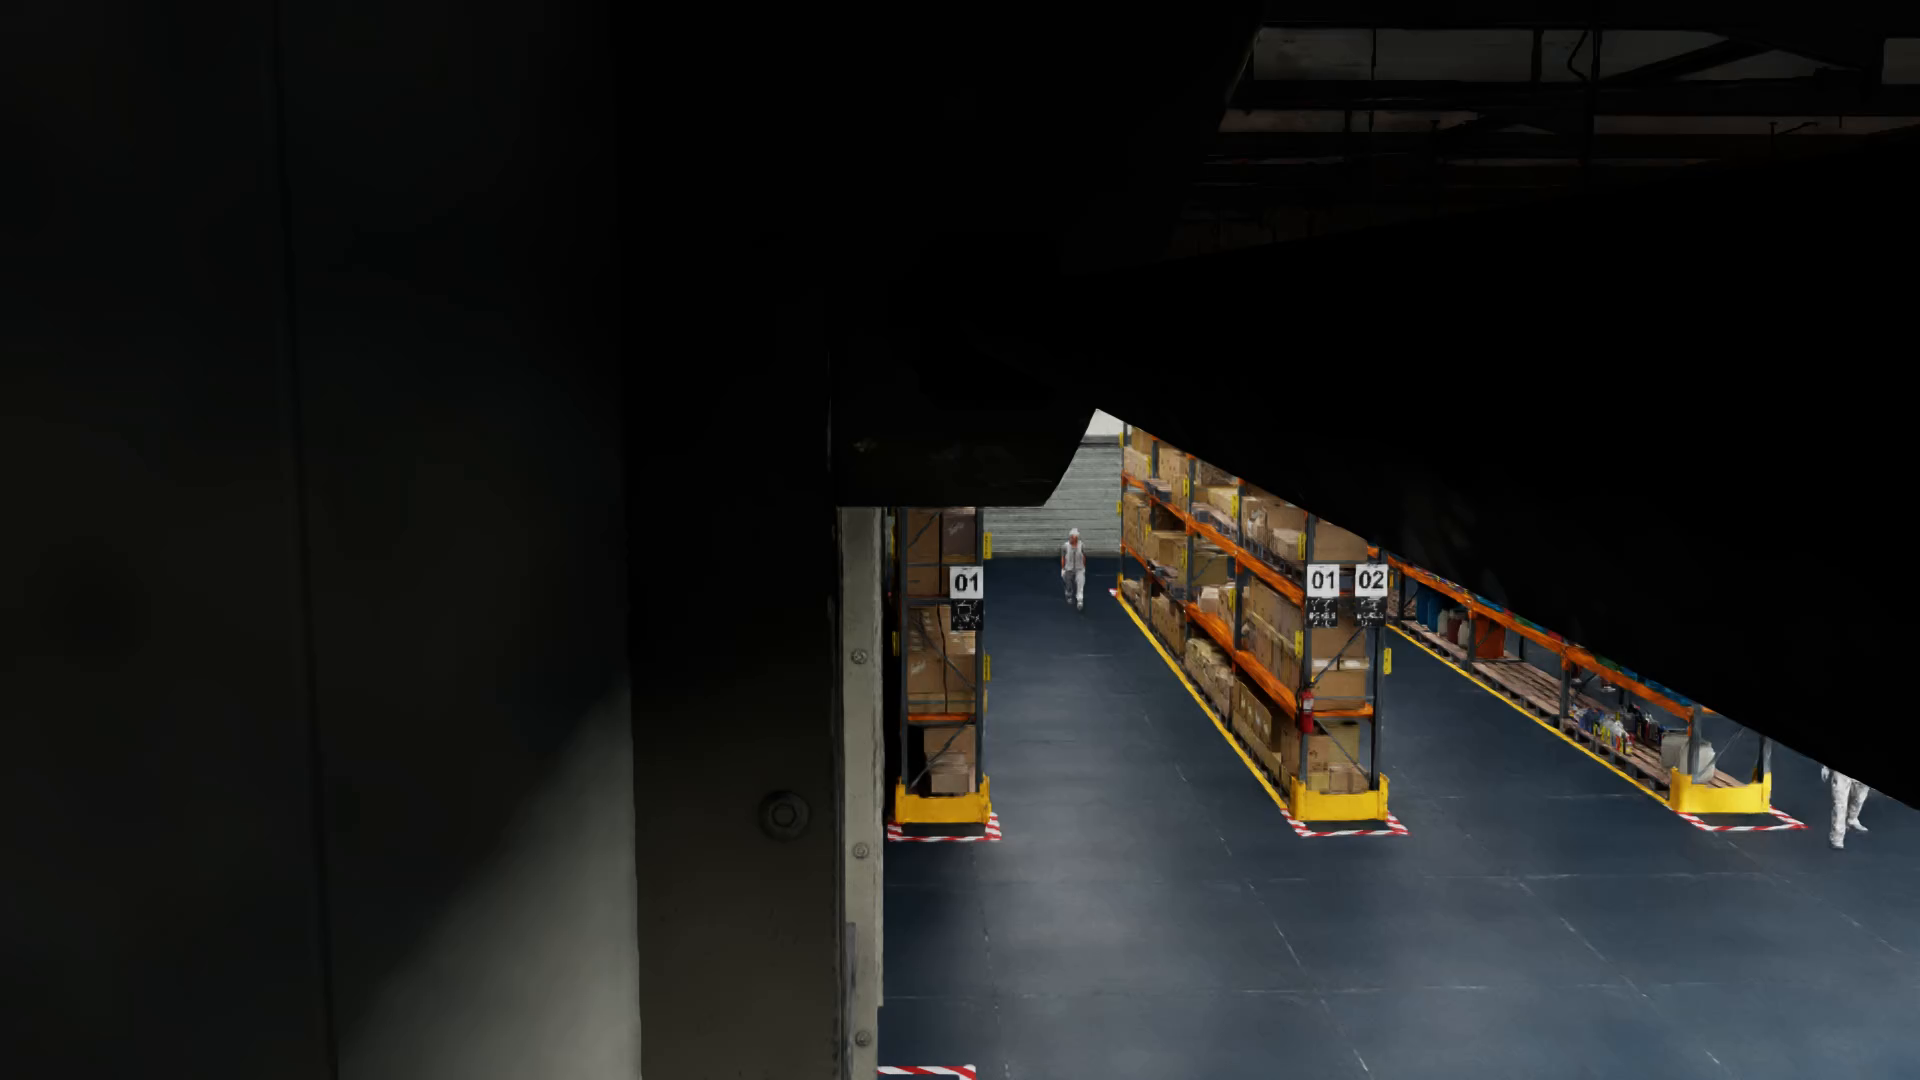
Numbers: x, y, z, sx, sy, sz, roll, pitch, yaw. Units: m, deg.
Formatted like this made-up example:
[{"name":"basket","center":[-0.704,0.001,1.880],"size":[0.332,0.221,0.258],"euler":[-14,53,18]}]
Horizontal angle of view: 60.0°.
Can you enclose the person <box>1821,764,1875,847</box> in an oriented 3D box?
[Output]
[{"name":"person","center":[10.541,2.733,19.660],"size":[0.607,1.731,0.984],"euler":[3,8,18]}]

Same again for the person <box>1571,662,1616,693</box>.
[{"name":"person","center":[10.438,1.674,27.445],"size":[0.449,1.586,1.098],"euler":[-1,8,-5]}]

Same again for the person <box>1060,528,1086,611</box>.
[{"name":"person","center":[2.372,0.599,34.715],"size":[0.553,1.706,1.123],"euler":[0,8,0]}]

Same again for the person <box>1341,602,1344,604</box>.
[{"name":"person","center":[6.313,1.491,28.390],"size":[0.600,1.699,1.197],"euler":[-1,8,-5]}]
